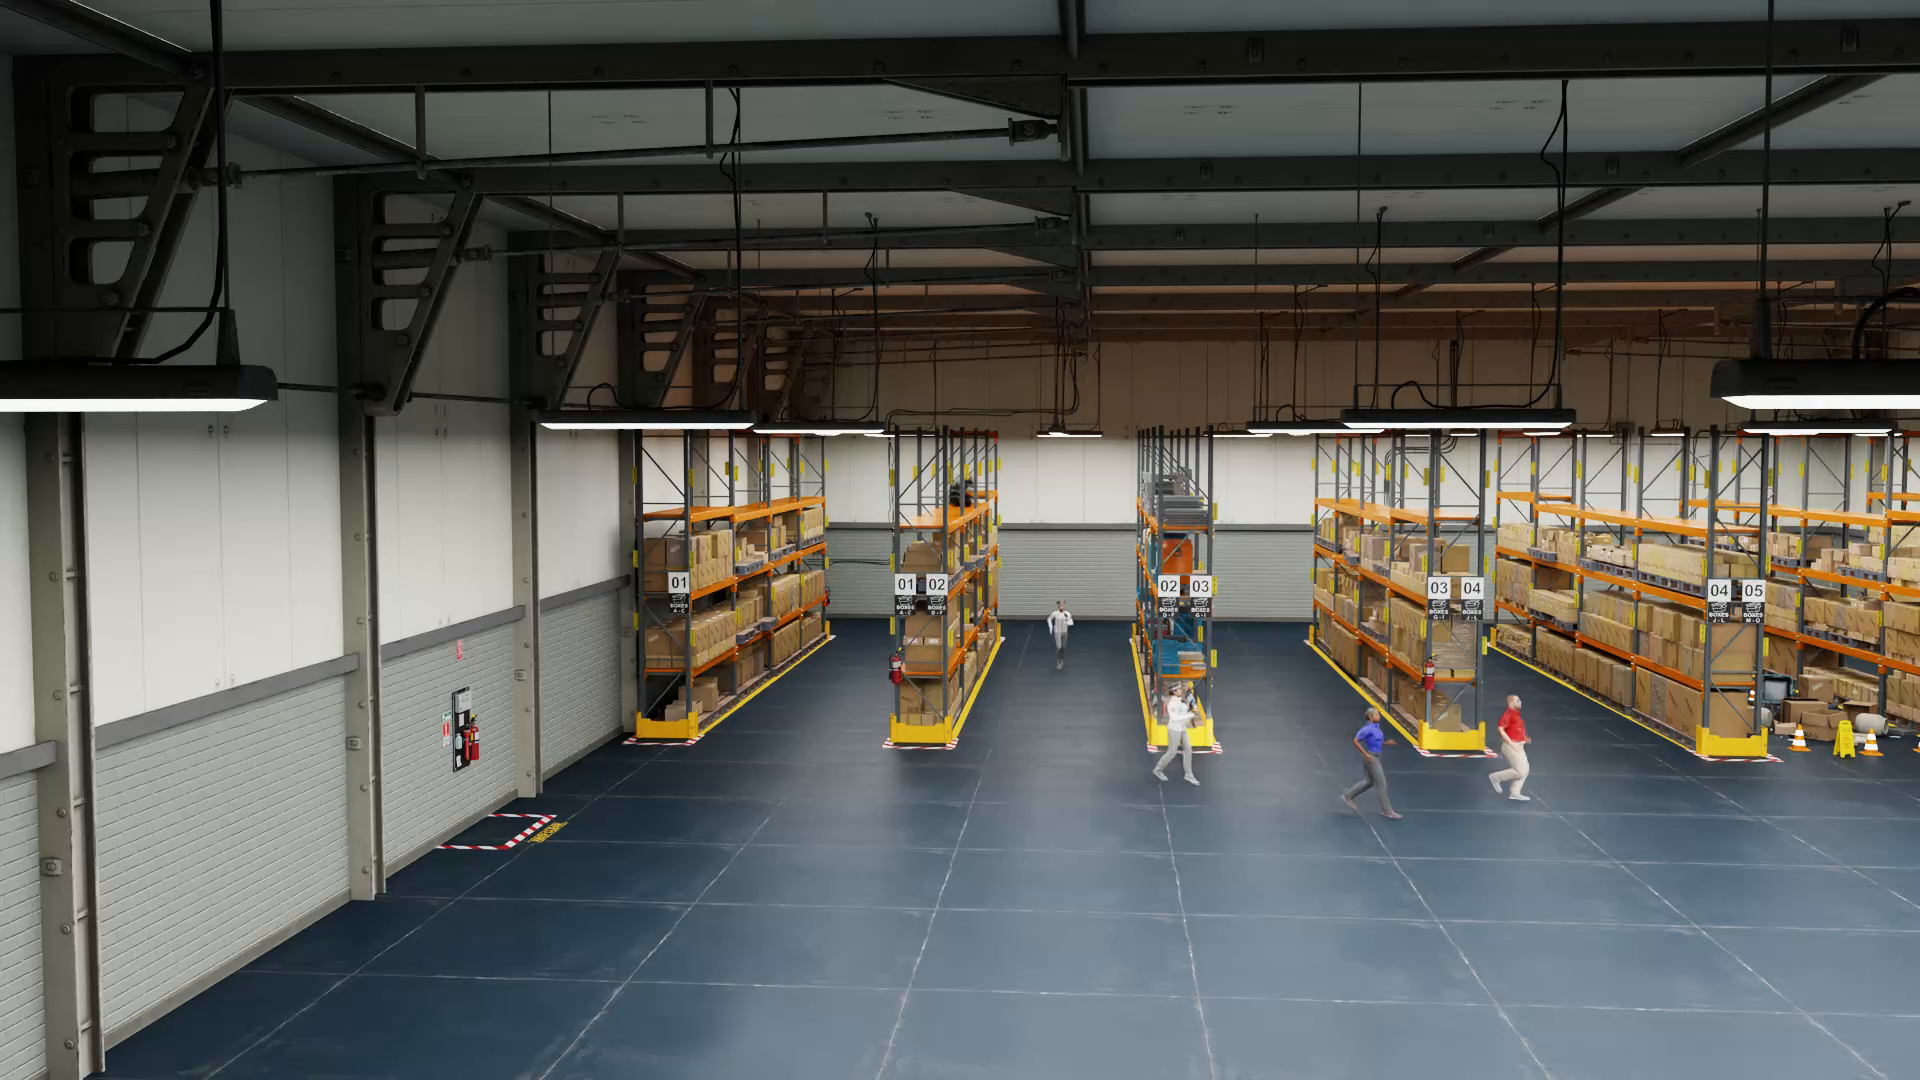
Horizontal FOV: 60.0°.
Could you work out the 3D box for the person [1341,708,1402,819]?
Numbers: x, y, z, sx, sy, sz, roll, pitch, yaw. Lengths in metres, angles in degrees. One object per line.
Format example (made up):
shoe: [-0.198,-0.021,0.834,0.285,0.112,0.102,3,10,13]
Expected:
person: [6.243,3.358,25.213,0.941,1.644,0.575,2,4,25]

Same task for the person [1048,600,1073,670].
person: [2.534,2.372,41.689,0.581,1.753,0.746,-1,3,-10]

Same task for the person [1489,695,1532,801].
person: [8.751,3.292,26.424,0.619,1.678,0.666,2,4,28]

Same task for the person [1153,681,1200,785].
person: [3.598,3.197,27.633,0.784,1.730,0.600,2,4,27]
